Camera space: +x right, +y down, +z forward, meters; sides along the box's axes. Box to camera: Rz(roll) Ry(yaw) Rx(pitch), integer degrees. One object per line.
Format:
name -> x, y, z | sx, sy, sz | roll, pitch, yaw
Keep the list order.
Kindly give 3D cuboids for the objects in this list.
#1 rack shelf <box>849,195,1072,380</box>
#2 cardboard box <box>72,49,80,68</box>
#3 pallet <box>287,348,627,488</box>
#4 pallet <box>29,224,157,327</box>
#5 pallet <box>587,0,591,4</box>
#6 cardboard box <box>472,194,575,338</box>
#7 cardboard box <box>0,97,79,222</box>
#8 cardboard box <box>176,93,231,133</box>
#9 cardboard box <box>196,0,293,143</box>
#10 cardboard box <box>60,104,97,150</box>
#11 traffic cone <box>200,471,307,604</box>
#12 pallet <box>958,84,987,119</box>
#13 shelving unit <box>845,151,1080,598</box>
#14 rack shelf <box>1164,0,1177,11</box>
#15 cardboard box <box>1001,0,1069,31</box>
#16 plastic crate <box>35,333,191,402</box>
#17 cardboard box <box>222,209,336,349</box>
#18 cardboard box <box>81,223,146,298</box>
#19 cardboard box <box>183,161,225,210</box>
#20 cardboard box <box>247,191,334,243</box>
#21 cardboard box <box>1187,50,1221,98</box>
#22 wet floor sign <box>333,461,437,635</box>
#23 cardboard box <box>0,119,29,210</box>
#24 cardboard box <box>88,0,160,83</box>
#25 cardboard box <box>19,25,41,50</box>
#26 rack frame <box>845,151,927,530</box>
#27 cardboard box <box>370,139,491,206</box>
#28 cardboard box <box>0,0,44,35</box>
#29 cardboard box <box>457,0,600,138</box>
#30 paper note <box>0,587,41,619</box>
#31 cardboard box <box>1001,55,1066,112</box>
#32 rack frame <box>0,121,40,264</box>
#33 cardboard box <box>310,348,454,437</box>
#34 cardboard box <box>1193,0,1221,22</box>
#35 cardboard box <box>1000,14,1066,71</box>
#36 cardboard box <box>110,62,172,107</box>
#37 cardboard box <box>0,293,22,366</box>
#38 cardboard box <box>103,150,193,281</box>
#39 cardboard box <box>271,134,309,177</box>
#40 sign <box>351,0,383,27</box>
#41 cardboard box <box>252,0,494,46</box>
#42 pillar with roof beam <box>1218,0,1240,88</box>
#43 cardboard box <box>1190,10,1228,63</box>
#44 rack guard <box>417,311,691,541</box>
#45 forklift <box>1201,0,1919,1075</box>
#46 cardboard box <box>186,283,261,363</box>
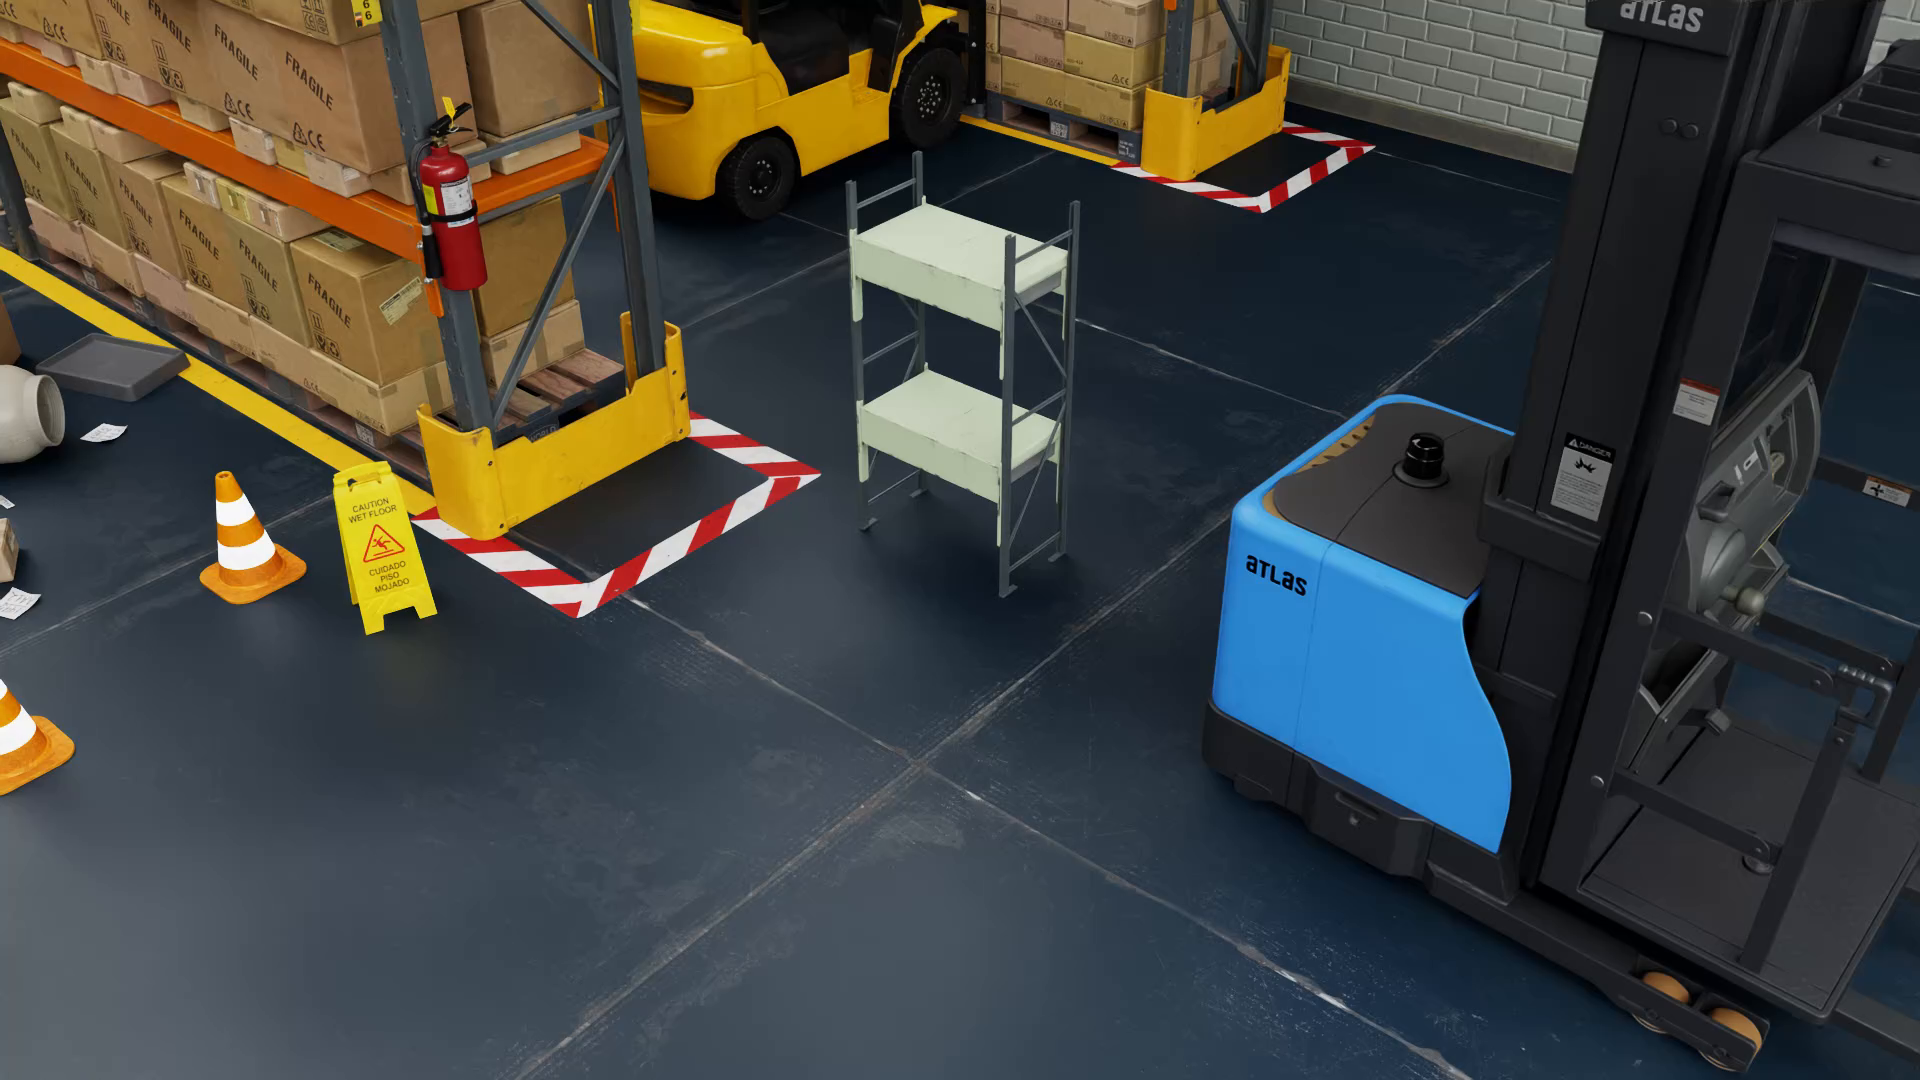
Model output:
rack shelf -> 0.005, -0.938, 6.101 | 0.720, 0.370, 0.431 | 25, 42, 32
cardboard box -> -3.820, -2.259, 7.612 | 0.250, 0.149, 0.380 | 25, 42, 32
pallet -> -2.287, -0.695, 7.576 | 1.213, 0.211, 1.003 | 25, 42, 32
pallet -> -4.162, -1.579, 8.863 | 1.213, 0.211, 1.003 | 25, 42, 32
pallet -> -2.119, -4.218, 12.705 | 1.213, 0.211, 1.003 | 25, 42, 32
cardboard box -> -2.089, -1.277, 7.355 | 0.500, 0.500, 0.500 | 24, 41, 30
cardboard box -> -4.420, -1.974, 8.370 | 0.500, 0.500, 0.500 | 27, 43, 34
cardboard box -> -3.079, -1.879, 7.058 | 0.250, 0.149, 0.380 | 25, 42, 31
cardboard box -> -2.602, -1.931, 6.561 | 0.500, 0.500, 0.500 | 25, 42, 32
cardboard box -> -3.967, -1.984, 7.812 | 0.250, 0.149, 0.380 | 27, 43, 33
traffic cone -> -2.783, -0.056, 6.423 | 0.334, 0.463, 0.336 | 25, 42, 32
pallet -> -0.002, -3.220, 11.252 | 1.213, 0.211, 1.003 | 25, 42, 32
shelving unit -> 0.005, -0.616, 6.322 | 0.755, 1.500, 0.431 | 25, 42, 32
rack shelf -> 0.009, -4.096, 10.700 | 4.000, 0.370, 1.077 | 25, 42, 32
cardboard box -> 0.596, -3.334, 10.129 | 0.500, 0.250, 0.500 | 26, 42, 33
plastic crate -> -4.019, -0.827, 7.884 | 0.583, 0.080, 0.402 | 12, 36, 16
cardboard box -> -2.813, -1.220, 7.273 | 0.500, 0.500, 0.500 | 27, 43, 33
cardboard box -> -4.003, -1.476, 8.308 | 0.500, 0.250, 0.500 | 28, 43, 34
cardboard box -> -3.127, -1.593, 7.242 | 0.250, 0.149, 0.380 | 27, 43, 34
cardboard box -> -2.735, -1.404, 6.967 | 0.250, 0.149, 0.380 | 27, 43, 33
cardboard box -> 1.294, -2.971, 10.484 | 0.500, 0.250, 0.500 | 25, 42, 32
wet floor sign -> -2.166, -0.003, 6.184 | 0.267, 0.644, 0.232 | -18, 38, -25
cardboard box -> -5.106, -2.235, 9.305 | 0.625, 0.372, 0.950 | 26, 42, 32
cardboard box -> -3.362, -2.306, 7.107 | 0.500, 0.500, 0.500 | 26, 42, 32
cardboard box -> -4.213, -2.447, 7.886 | 0.250, 0.149, 0.380 | 25, 42, 32
rack frame -> -0.276, -0.748, 6.515 | 0.023, 1.500, 0.400 | 25, 42, 32
cardboard box -> -2.051, -1.446, 6.428 | 0.250, 0.149, 0.380 | 27, 43, 33
cardboard box -> -4.141, -2.668, 7.634 | 0.500, 0.500, 0.500 | 25, 42, 32
cardboard box -> -1.813, -1.963, 6.608 | 0.500, 0.500, 0.500 | 25, 41, 31
paper note -> -3.627, 0.240, 6.373 | 0.142, 0.019, 0.148 | 12, 36, 16
cardboard box -> 0.607, -2.925, 10.417 | 0.500, 0.250, 0.500 | 25, 42, 32
rack frame -> -4.701, -2.956, 8.405 | 0.127, 3.000, 1.000 | 25, 42, 32
cardboard box -> -2.439, -0.731, 7.223 | 0.500, 0.250, 0.500 | 25, 42, 32
cardboard box -> 1.298, -3.377, 10.192 | 0.500, 0.250, 0.500 | 25, 41, 31
cardboard box -> 0.593, -3.141, 10.290 | 0.500, 0.250, 0.500 | 25, 42, 31
cardboard box -> -3.475, -2.052, 7.311 | 0.250, 0.149, 0.380 | 25, 42, 32
cardboard box -> -4.748, -0.947, 7.685 | 0.500, 0.500, 0.500 | -6, 35, -8
cardboard box -> -3.604, -1.596, 7.821 | 0.500, 0.500, 0.500 | 28, 43, 34
cardboard box -> -2.500, -1.592, 6.640 | 0.250, 0.149, 0.380 | 24, 41, 31
sign -> -1.997, -1.881, 5.537 | 0.005, 0.325, 0.100 | 25, 42, 32
cardboard box -> -2.159, -2.173, 6.031 | 0.500, 0.500, 0.700 | 24, 41, 31
pillar with roof beam -> -1.167, -4.913, 5.954 | 0.400, 9.000, 9.100 | 25, 42, 32
cardboard box -> 1.318, -3.175, 10.339 | 0.500, 0.250, 0.500 | 26, 42, 33
rack guard -> -1.685, -0.504, 7.043 | 0.348, 0.500, 1.175 | 25, 42, 32
forklift -> 2.246, -0.079, 4.276 | 3.031, 2.935, 1.130 | 27, 43, 33
cardboard box -> -3.219, -1.101, 7.761 | 0.500, 0.250, 0.500 | 24, 41, 30
